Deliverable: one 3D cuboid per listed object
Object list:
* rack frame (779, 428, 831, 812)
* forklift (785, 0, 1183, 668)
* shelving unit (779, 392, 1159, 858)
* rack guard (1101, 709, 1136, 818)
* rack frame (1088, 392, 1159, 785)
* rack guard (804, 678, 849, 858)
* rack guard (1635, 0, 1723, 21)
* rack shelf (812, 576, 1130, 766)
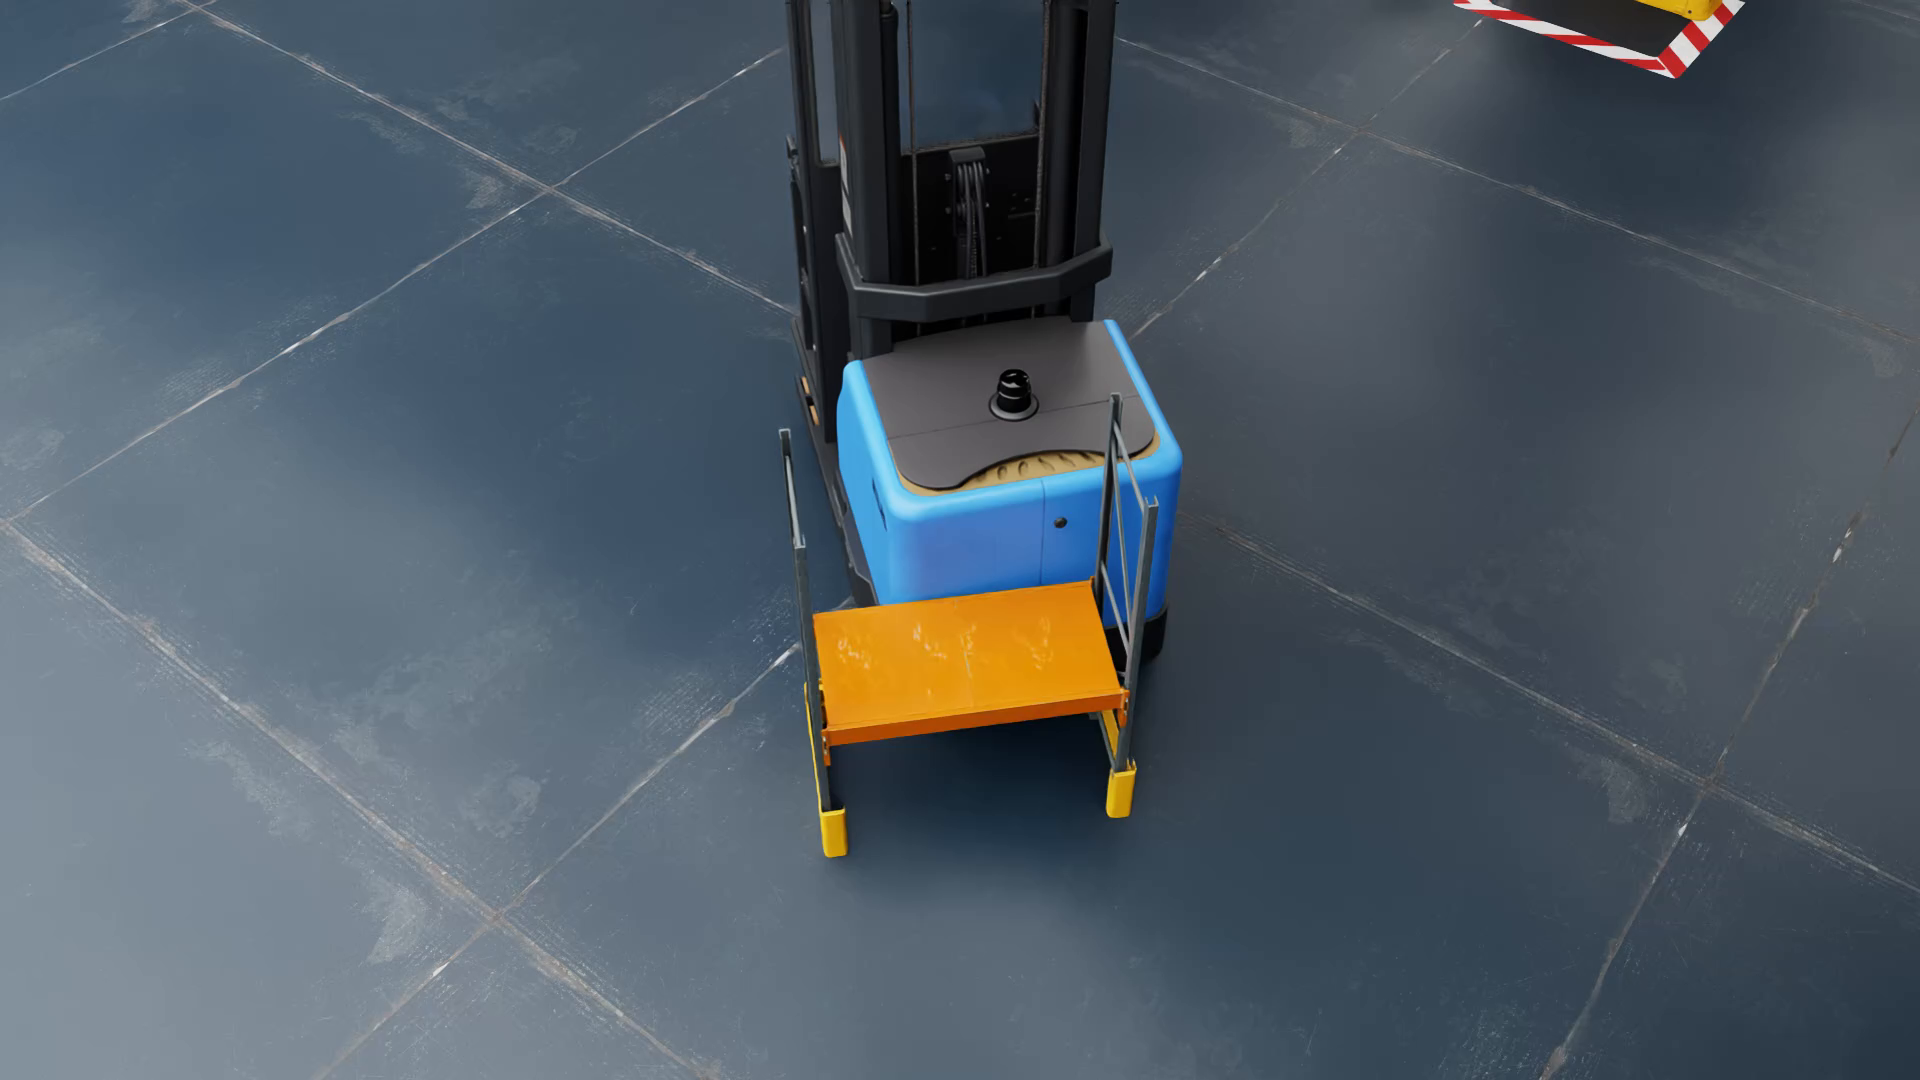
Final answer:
[{"bbox_3d":[4.656,-4.668,9.964,12.377,1.800,12.292,-7,47,-6],"label":"rack frame"},{"bbox_3d":[-0.094,-1.490,6.146,1.130,2.935,3.031,-10,47,-10],"label":"forklift"},{"bbox_3d":[4.655,-4.652,9.949,12.386,1.800,12.335,-7,47,-6],"label":"shelving unit"},{"bbox_3d":[0.514,0.676,5.932,0.087,0.250,0.587,-7,47,-6],"label":"rack guard"},{"bbox_3d":[0.516,0.244,5.480,0.032,1.500,0.500,-7,47,-6],"label":"rack frame"},{"bbox_3d":[-0.469,0.792,5.821,0.087,0.250,0.587,-7,47,-6],"label":"rack guard"},{"bbox_3d":[3.935,-3.511,9.758,1.175,0.500,0.348,29,53,25],"label":"rack guard"},{"bbox_3d":[0.014,0.427,5.553,1.000,0.185,0.538,-7,47,-6],"label":"rack shelf"}]
